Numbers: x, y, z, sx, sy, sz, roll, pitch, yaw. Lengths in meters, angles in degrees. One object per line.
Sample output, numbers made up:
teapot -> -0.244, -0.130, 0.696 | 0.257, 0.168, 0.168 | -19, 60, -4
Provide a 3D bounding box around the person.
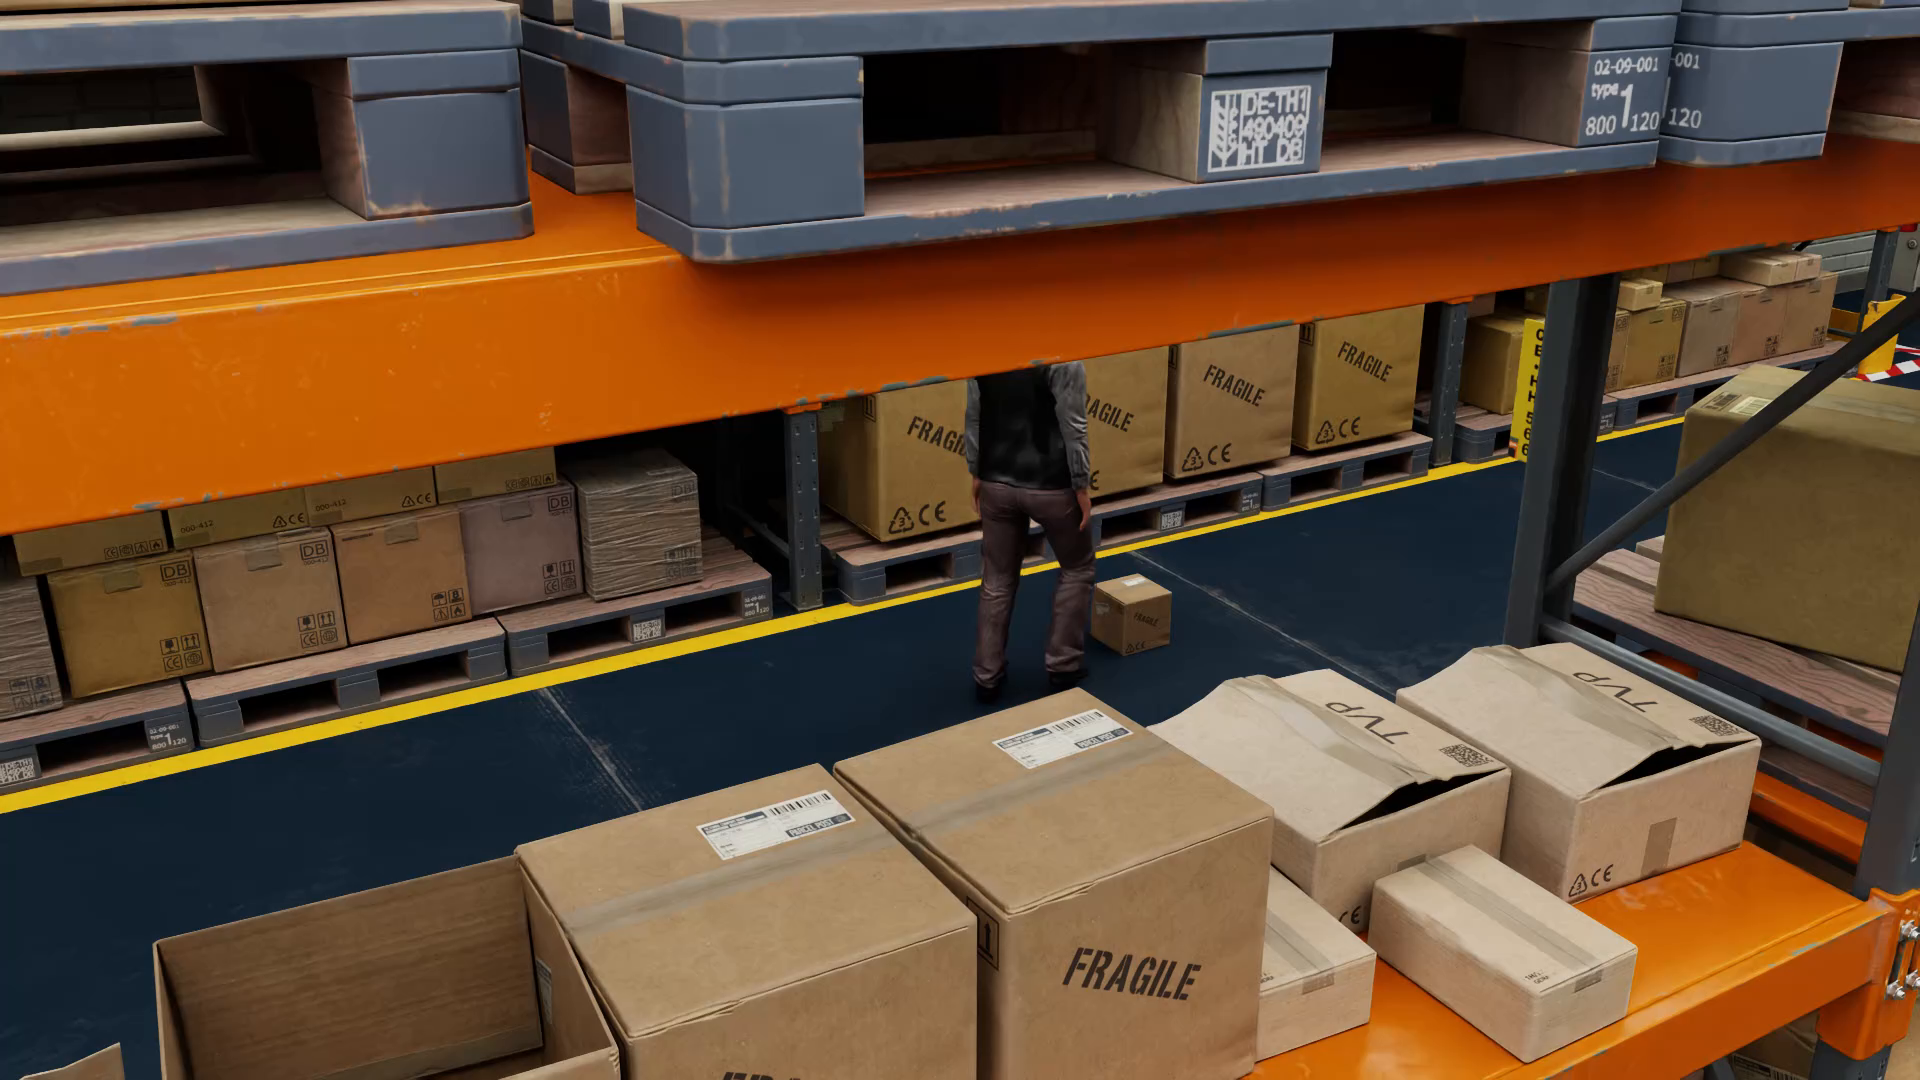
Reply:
person -> 0.259, -0.147, 6.615 | 0.559, 1.458, 0.488 | 12, 24, 27
